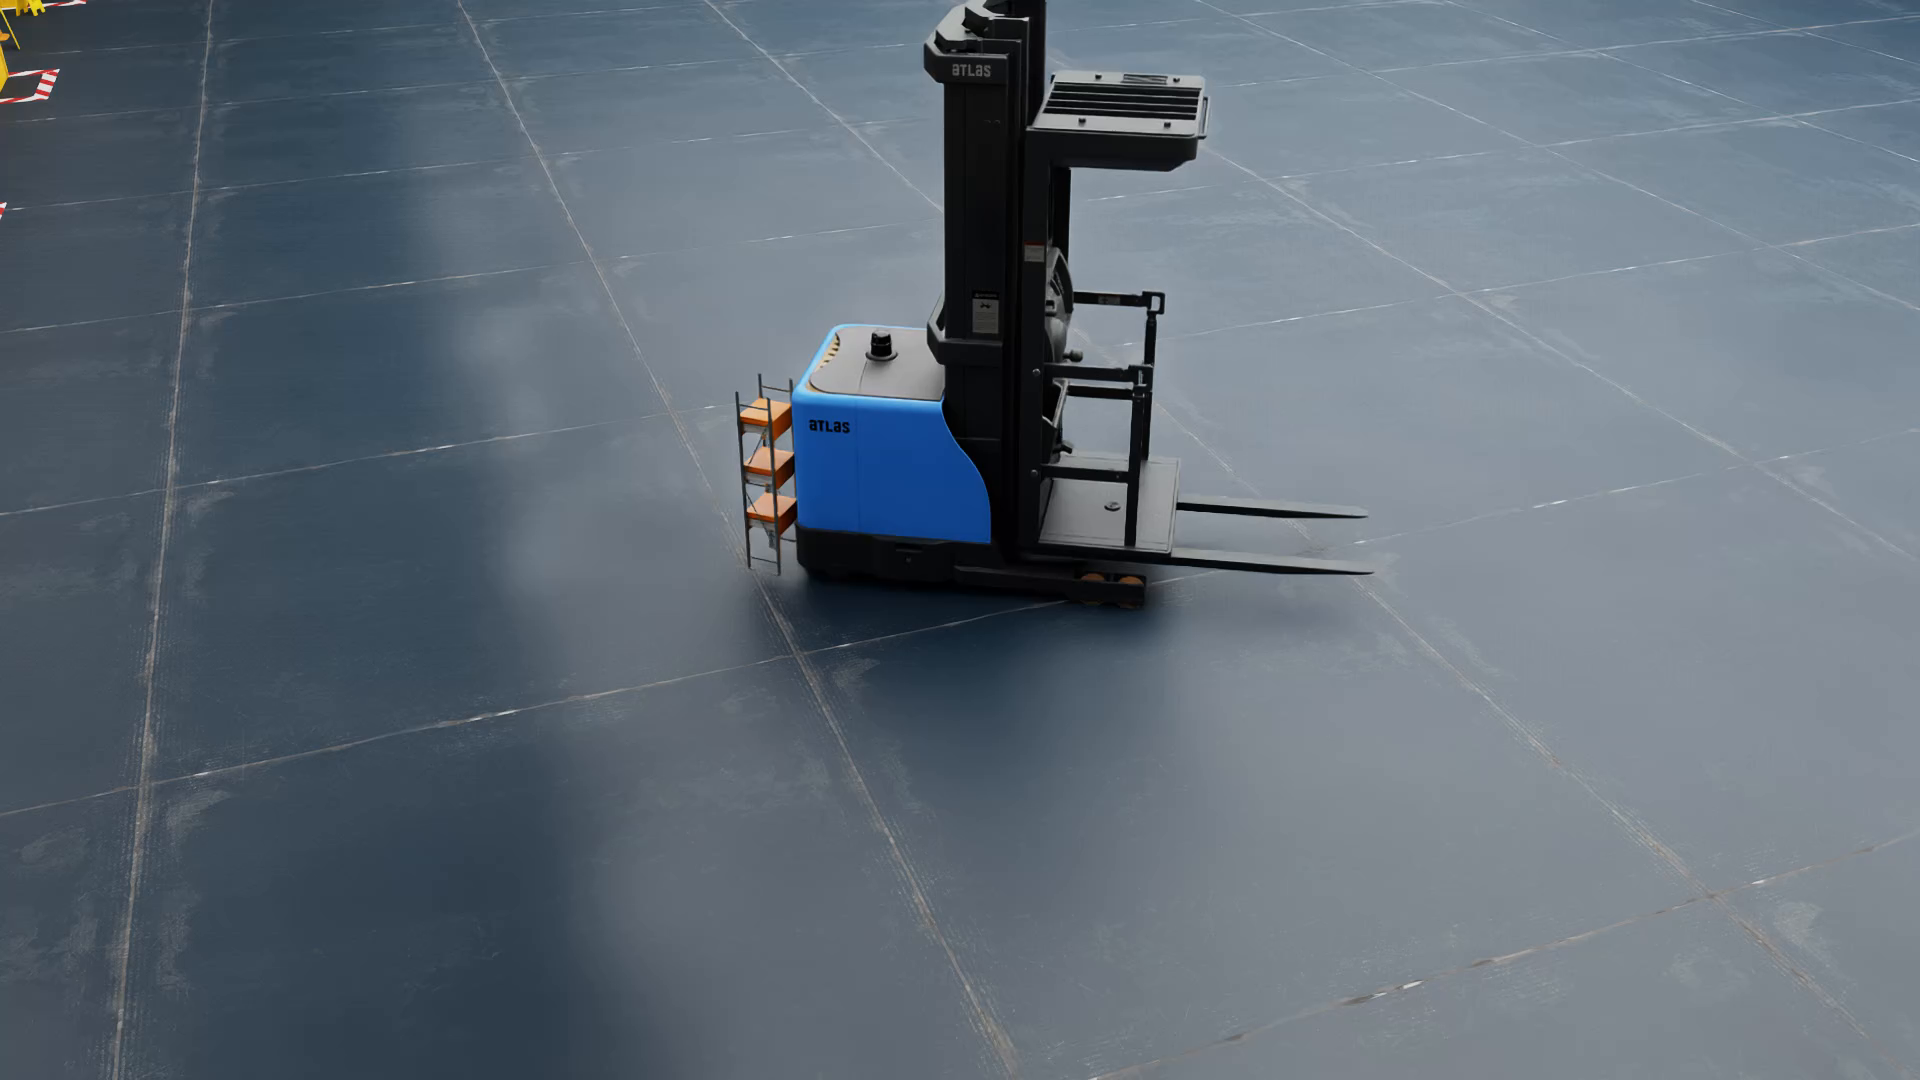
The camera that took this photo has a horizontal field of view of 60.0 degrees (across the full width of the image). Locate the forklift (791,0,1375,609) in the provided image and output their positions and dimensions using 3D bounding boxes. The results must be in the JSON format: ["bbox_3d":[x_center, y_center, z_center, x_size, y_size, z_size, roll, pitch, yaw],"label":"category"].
[{"bbox_3d":[0.689,-1.198,8.424,3.031,2.935,1.130,5,30,8],"label":"forklift"}]

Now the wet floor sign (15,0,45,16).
[{"bbox_3d":[-11.666,-6.889,20.723,0.232,0.644,0.267,0,30,0],"label":"wet floor sign"}]

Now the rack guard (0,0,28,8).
[{"bbox_3d":[-12.289,-7.277,21.550,0.348,0.500,1.175,-10,31,-18],"label":"rack guard"}]

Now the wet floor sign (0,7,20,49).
[{"bbox_3d":[-11.060,-5.997,19.158,0.232,0.644,0.267,-16,33,-26],"label":"wet floor sign"}]

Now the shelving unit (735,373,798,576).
[{"bbox_3d":[-1.009,-0.341,8.820,0.215,1.050,0.252,11,32,19],"label":"shelving unit"}]

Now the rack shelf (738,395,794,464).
[{"bbox_3d":[-1.009,-0.578,8.685,0.215,0.259,0.240,11,32,19],"label":"rack shelf"}]

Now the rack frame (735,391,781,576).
[{"bbox_3d":[-1.055,-0.285,8.722,0.200,1.050,0.008,11,32,19],"label":"rack frame"}]

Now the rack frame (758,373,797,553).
[{"bbox_3d":[-0.963,-0.397,8.918,0.200,1.050,0.008,11,32,19],"label":"rack frame"}]

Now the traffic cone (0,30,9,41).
[{"bbox_3d":[-11.465,-6.145,19.600,0.334,0.463,0.336,-10,31,-18],"label":"traffic cone"}]

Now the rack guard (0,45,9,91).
[{"bbox_3d":[-10.374,-5.015,17.580,0.348,0.500,1.175,-10,31,-18],"label":"rack guard"}]

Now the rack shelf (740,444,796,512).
[{"bbox_3d":[-1.009,-0.332,8.826,0.215,0.259,0.240,11,32,19],"label":"rack shelf"}]

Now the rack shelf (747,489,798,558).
[{"bbox_3d":[-1.009,-0.090,8.963,0.215,0.259,0.240,11,32,19],"label":"rack shelf"}]
